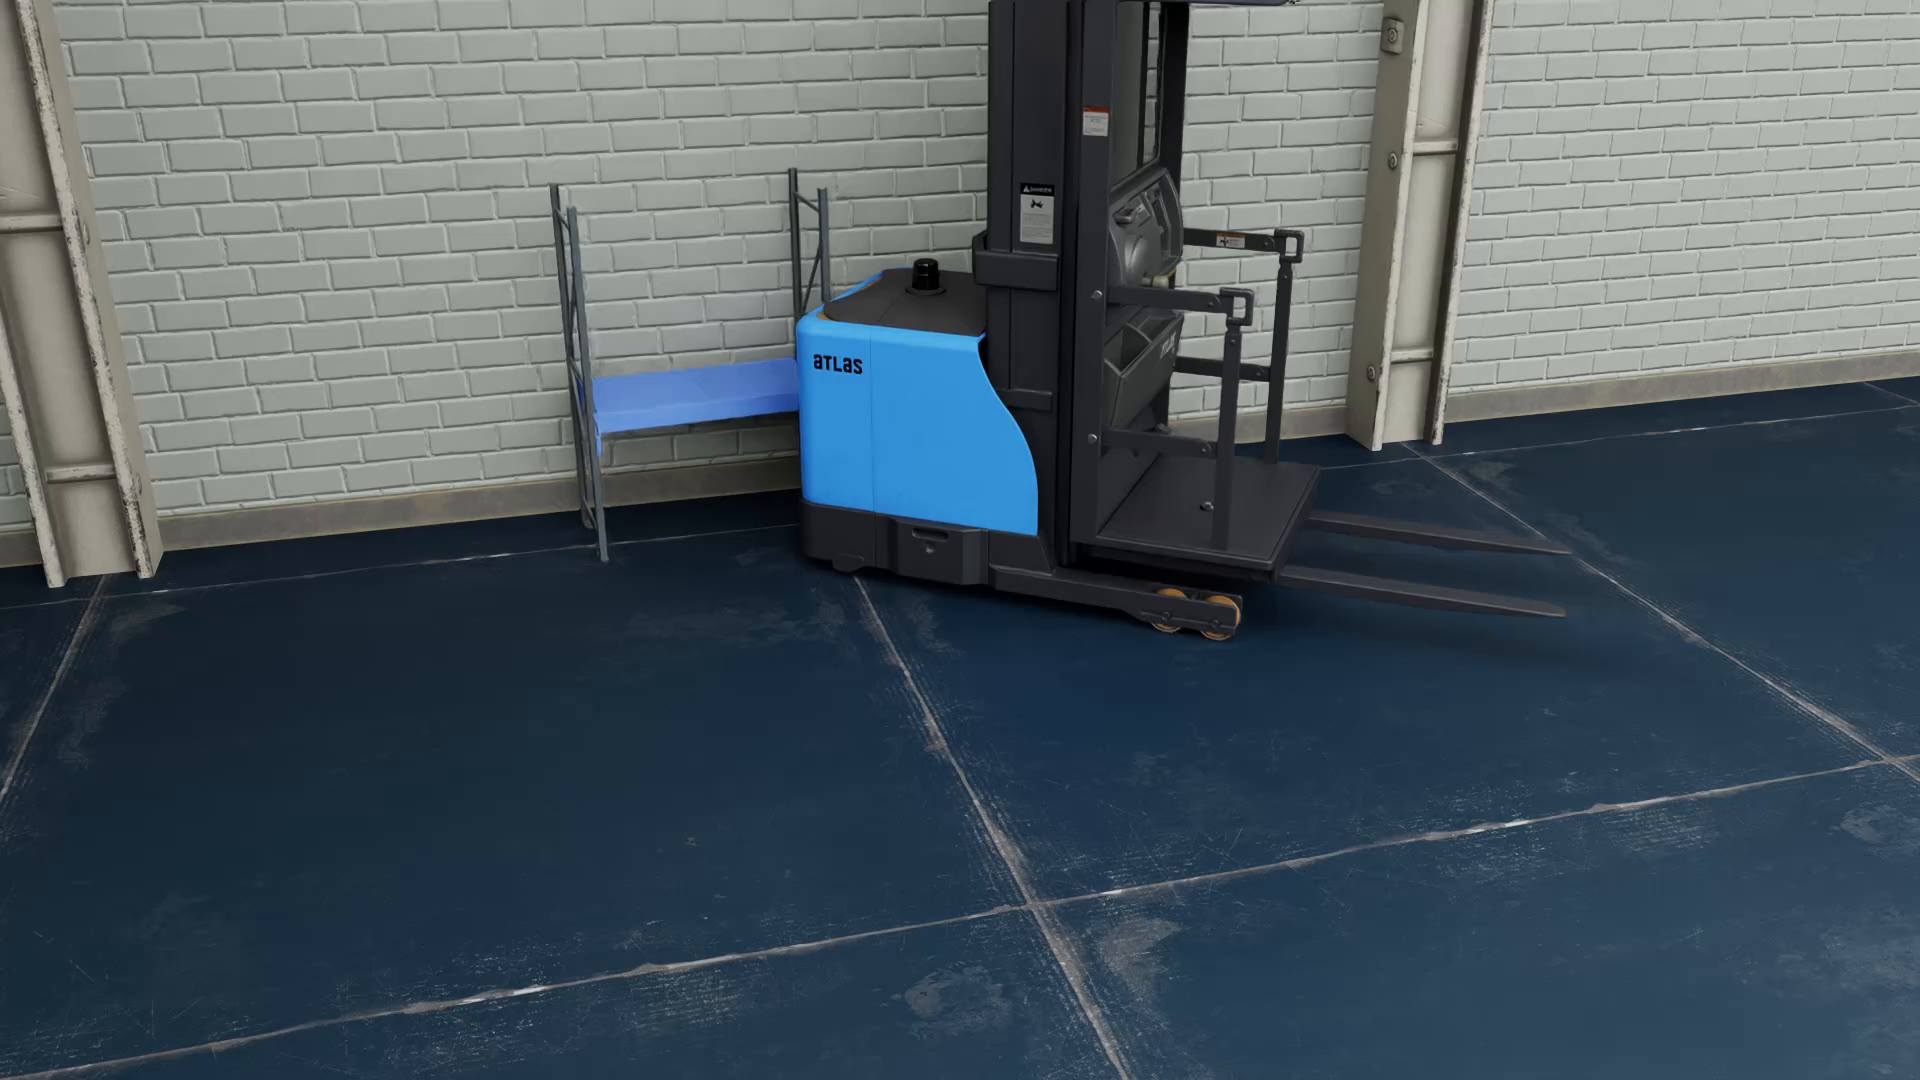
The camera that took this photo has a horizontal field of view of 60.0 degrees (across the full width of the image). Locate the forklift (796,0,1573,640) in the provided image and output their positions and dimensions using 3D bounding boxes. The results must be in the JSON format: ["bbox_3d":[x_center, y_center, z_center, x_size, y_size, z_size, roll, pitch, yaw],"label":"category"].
[{"bbox_3d":[0.903,-1.201,6.332,3.031,2.935,1.130,9,25,19],"label":"forklift"}]

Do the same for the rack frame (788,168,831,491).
[{"bbox_3d":[-0.642,-0.832,7.287,0.032,1.500,0.500,-9,25,-19],"label":"rack frame"}]

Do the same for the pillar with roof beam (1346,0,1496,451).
[{"bbox_3d":[3.363,-3.024,2.886,0.400,9.000,9.100,-6,24,-14],"label":"pillar with roof beam"}]

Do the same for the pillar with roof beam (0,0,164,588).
[{"bbox_3d":[-2.414,-2.385,1.396,0.400,9.000,9.100,-6,24,-14],"label":"pillar with roof beam"}]

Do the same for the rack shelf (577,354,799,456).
[{"bbox_3d":[-1.117,-0.595,7.191,1.000,0.185,0.538,-9,25,-19],"label":"rack shelf"}]

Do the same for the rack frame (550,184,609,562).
[{"bbox_3d":[-1.592,-0.689,6.954,0.032,1.500,0.500,-9,25,-19],"label":"rack frame"}]

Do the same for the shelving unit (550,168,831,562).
[{"bbox_3d":[-1.117,-0.760,7.120,1.048,1.500,0.538,-9,25,-19],"label":"shelving unit"}]
